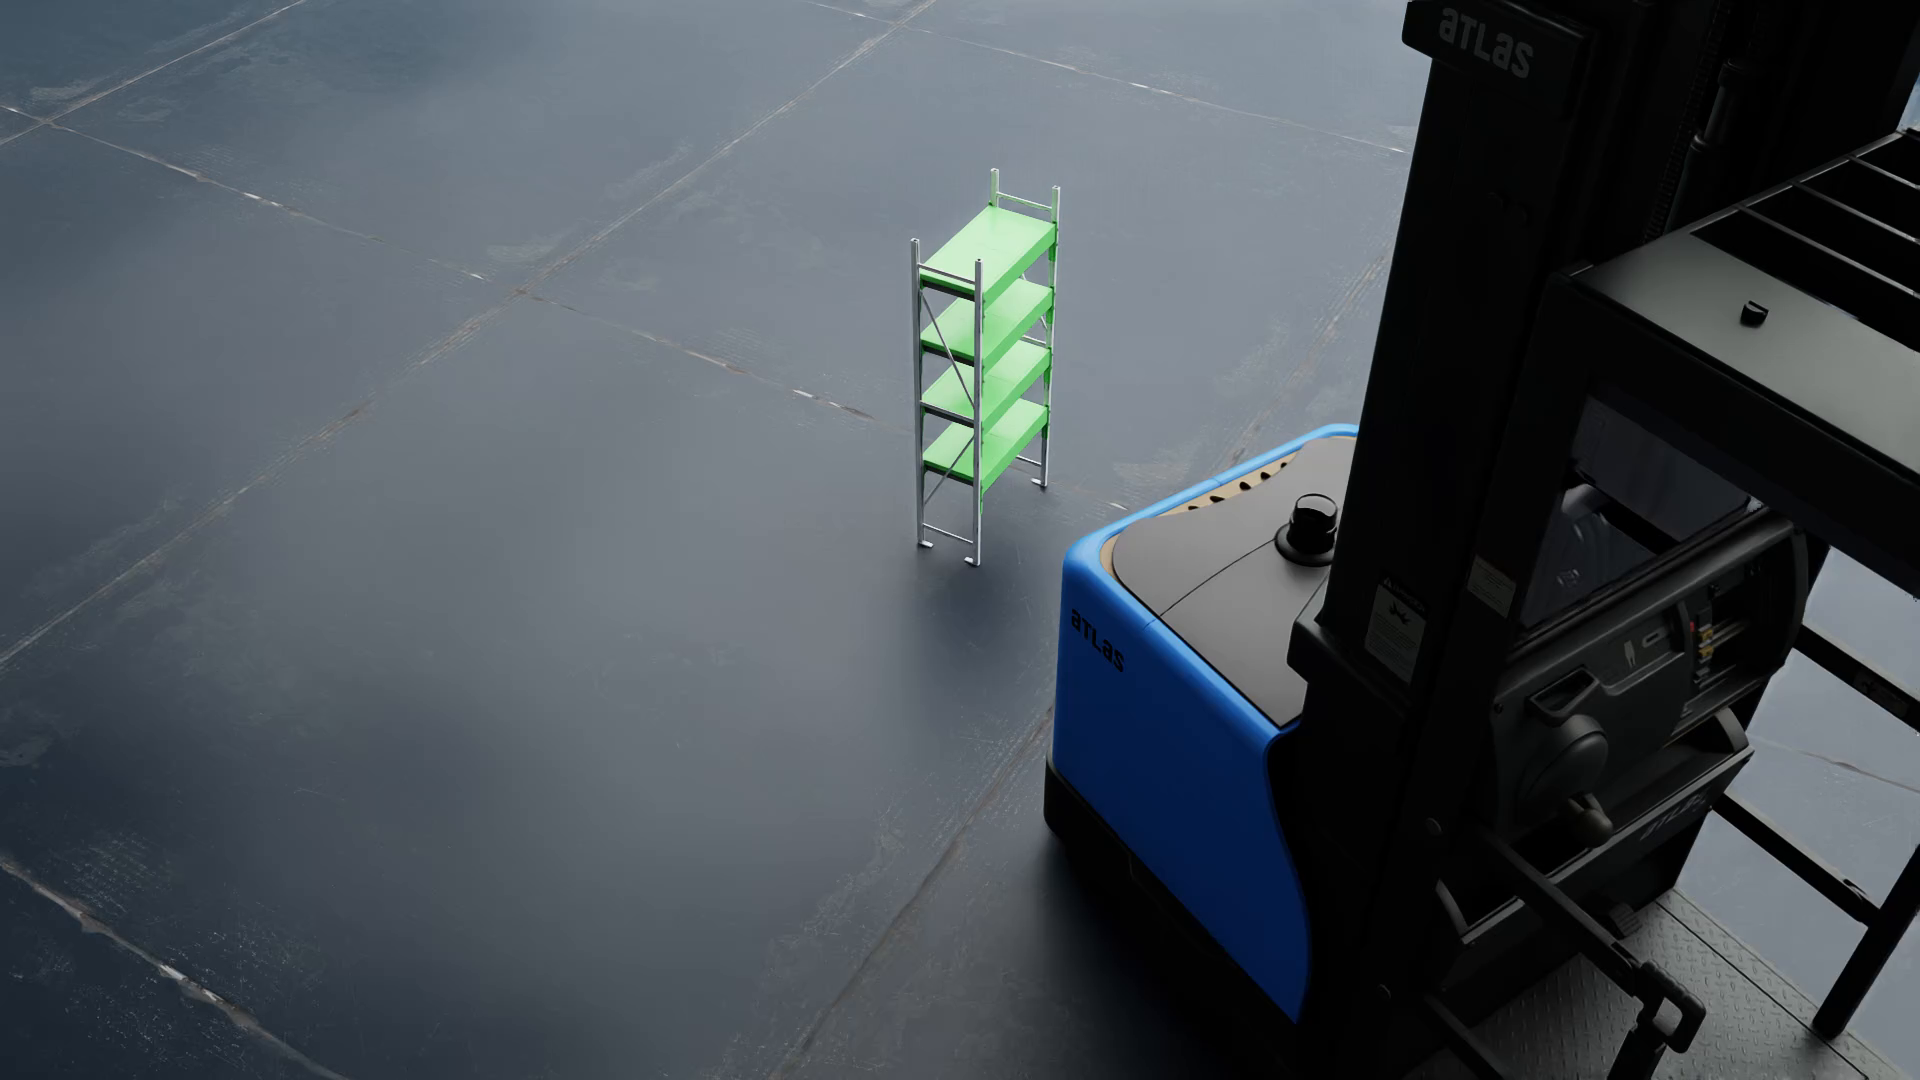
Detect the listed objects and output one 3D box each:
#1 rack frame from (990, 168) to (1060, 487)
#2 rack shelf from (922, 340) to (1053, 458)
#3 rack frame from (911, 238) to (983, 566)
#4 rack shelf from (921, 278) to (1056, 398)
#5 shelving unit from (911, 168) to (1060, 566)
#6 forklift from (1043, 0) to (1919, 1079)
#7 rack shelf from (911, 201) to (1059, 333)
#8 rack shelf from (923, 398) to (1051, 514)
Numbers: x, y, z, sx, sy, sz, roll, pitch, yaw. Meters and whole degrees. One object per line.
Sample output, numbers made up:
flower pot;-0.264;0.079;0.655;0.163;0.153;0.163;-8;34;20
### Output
rack frame;0.205;-0.685;5.620;0.240;1.200;0.015;21;45;22
rack shelf;0.083;-0.497;5.503;0.258;0.148;0.480;21;45;22
rack frame;-0.039;-0.405;5.302;0.240;1.200;0.015;21;45;22
rack shelf;0.083;-0.677;5.345;0.258;0.148;0.480;21;45;22
shelving unit;0.083;-0.545;5.461;0.258;1.200;0.503;21;45;22
forklift;1.478;0.351;3.133;1.130;2.935;3.031;-24;47;-25
rack shelf;0.083;-0.857;5.186;0.258;0.148;0.480;21;45;22
rack shelf;0.083;-0.317;5.662;0.258;0.148;0.480;21;45;22
